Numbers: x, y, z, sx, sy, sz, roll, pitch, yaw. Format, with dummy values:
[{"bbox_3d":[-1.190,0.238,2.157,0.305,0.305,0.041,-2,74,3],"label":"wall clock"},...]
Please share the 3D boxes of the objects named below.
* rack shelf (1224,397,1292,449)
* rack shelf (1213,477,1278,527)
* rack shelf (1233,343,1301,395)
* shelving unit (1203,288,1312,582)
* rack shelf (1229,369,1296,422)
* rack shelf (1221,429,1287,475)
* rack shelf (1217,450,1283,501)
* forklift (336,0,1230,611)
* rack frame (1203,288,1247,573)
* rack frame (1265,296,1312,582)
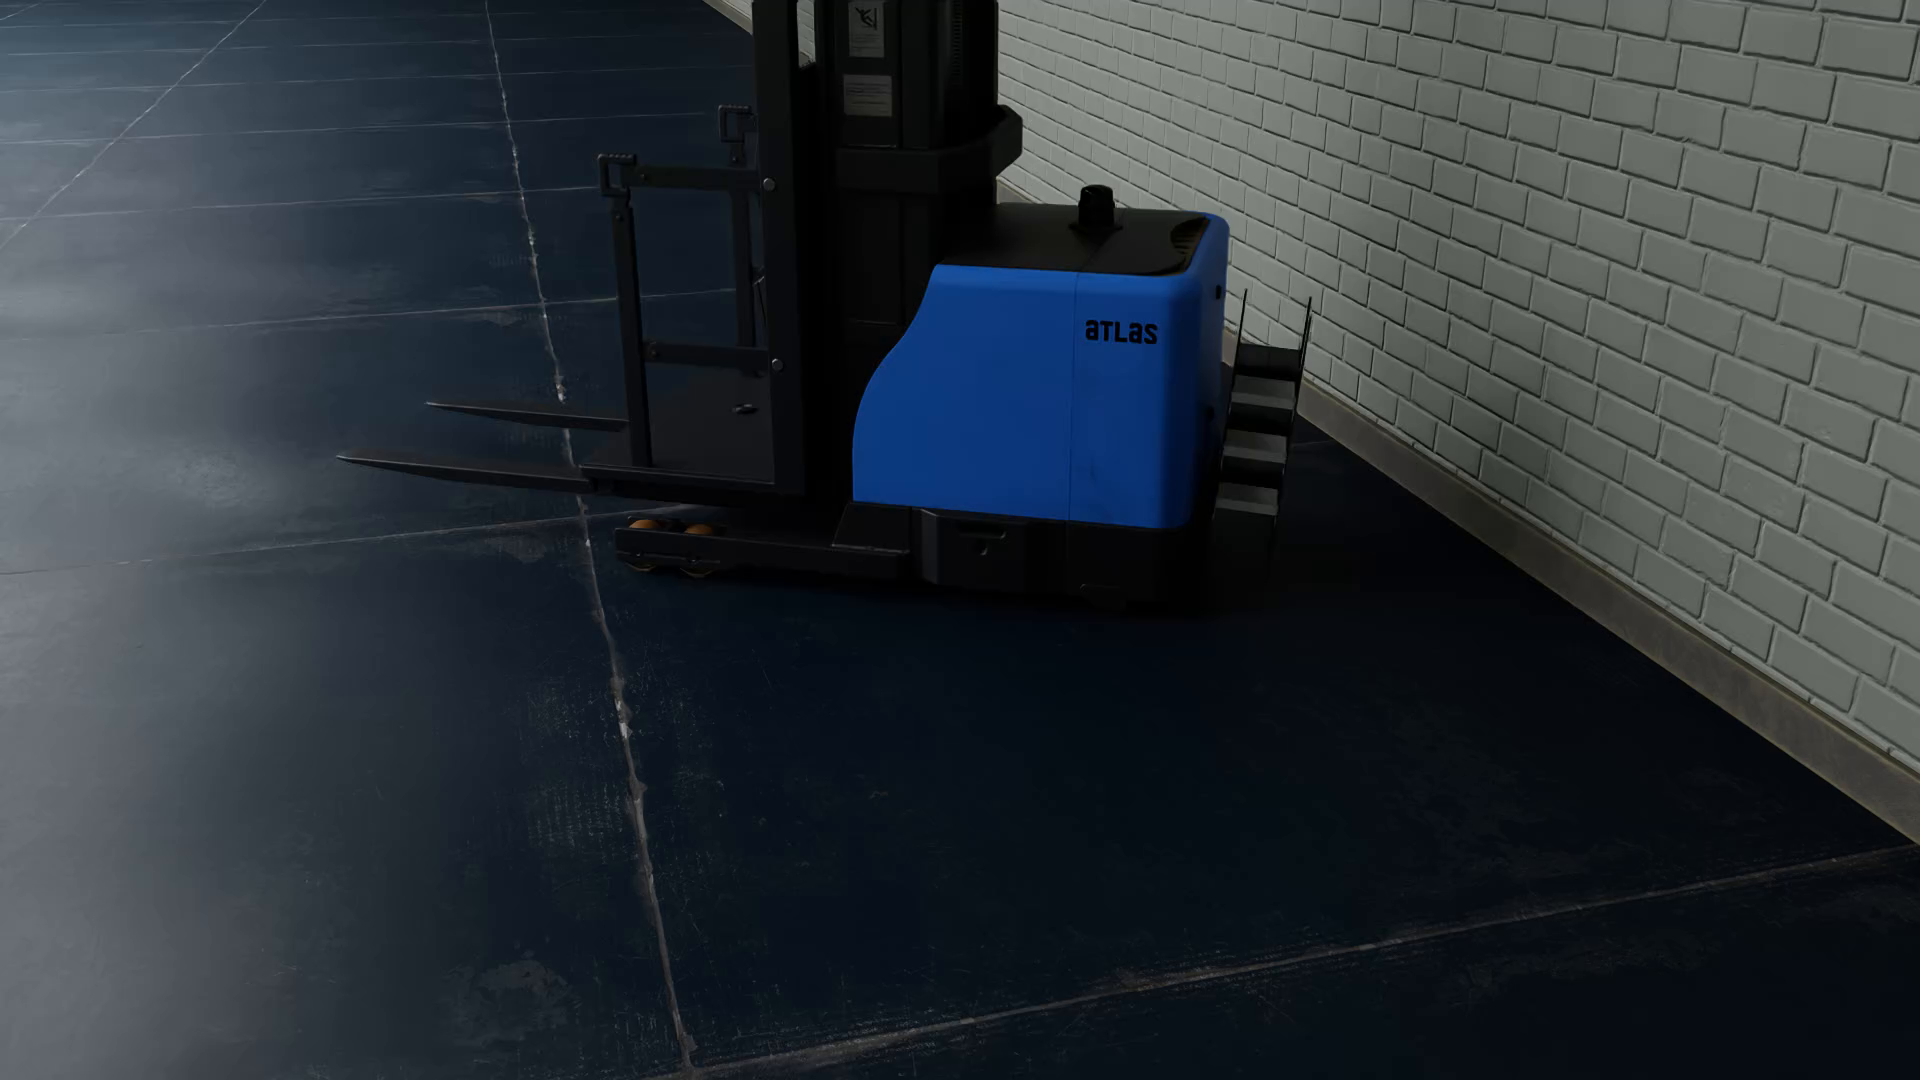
[{"bbox_3d":[0.961,-0.384,5.343,0.200,0.077,0.258,8,24,8],"label":"rack shelf"},{"bbox_3d":[0.940,-0.138,5.453,0.200,0.077,0.258,8,24,8],"label":"rack shelf"},{"bbox_3d":[0.974,-0.548,5.270,0.200,0.077,0.258,8,24,8],"label":"rack shelf"},{"bbox_3d":[0.956,-0.332,5.366,0.210,0.900,0.258,8,24,8],"label":"shelving unit"},{"bbox_3d":[0.968,-0.466,5.306,0.200,0.077,0.258,8,24,8],"label":"rack shelf"},{"bbox_3d":[0.954,-0.302,5.379,0.200,0.077,0.258,8,24,8],"label":"rack shelf"},{"bbox_3d":[0.947,-0.220,5.416,0.200,0.077,0.258,8,24,8],"label":"rack shelf"},{"bbox_3d":[-0.656,-1.422,5.347,3.031,2.935,1.130,6,24,13],"label":"forklift"},{"bbox_3d":[0.857,-0.347,5.380,0.006,0.900,0.240,8,24,8],"label":"rack frame"},{"bbox_3d":[1.056,-0.318,5.351,0.006,0.900,0.240,8,24,8],"label":"rack frame"}]
